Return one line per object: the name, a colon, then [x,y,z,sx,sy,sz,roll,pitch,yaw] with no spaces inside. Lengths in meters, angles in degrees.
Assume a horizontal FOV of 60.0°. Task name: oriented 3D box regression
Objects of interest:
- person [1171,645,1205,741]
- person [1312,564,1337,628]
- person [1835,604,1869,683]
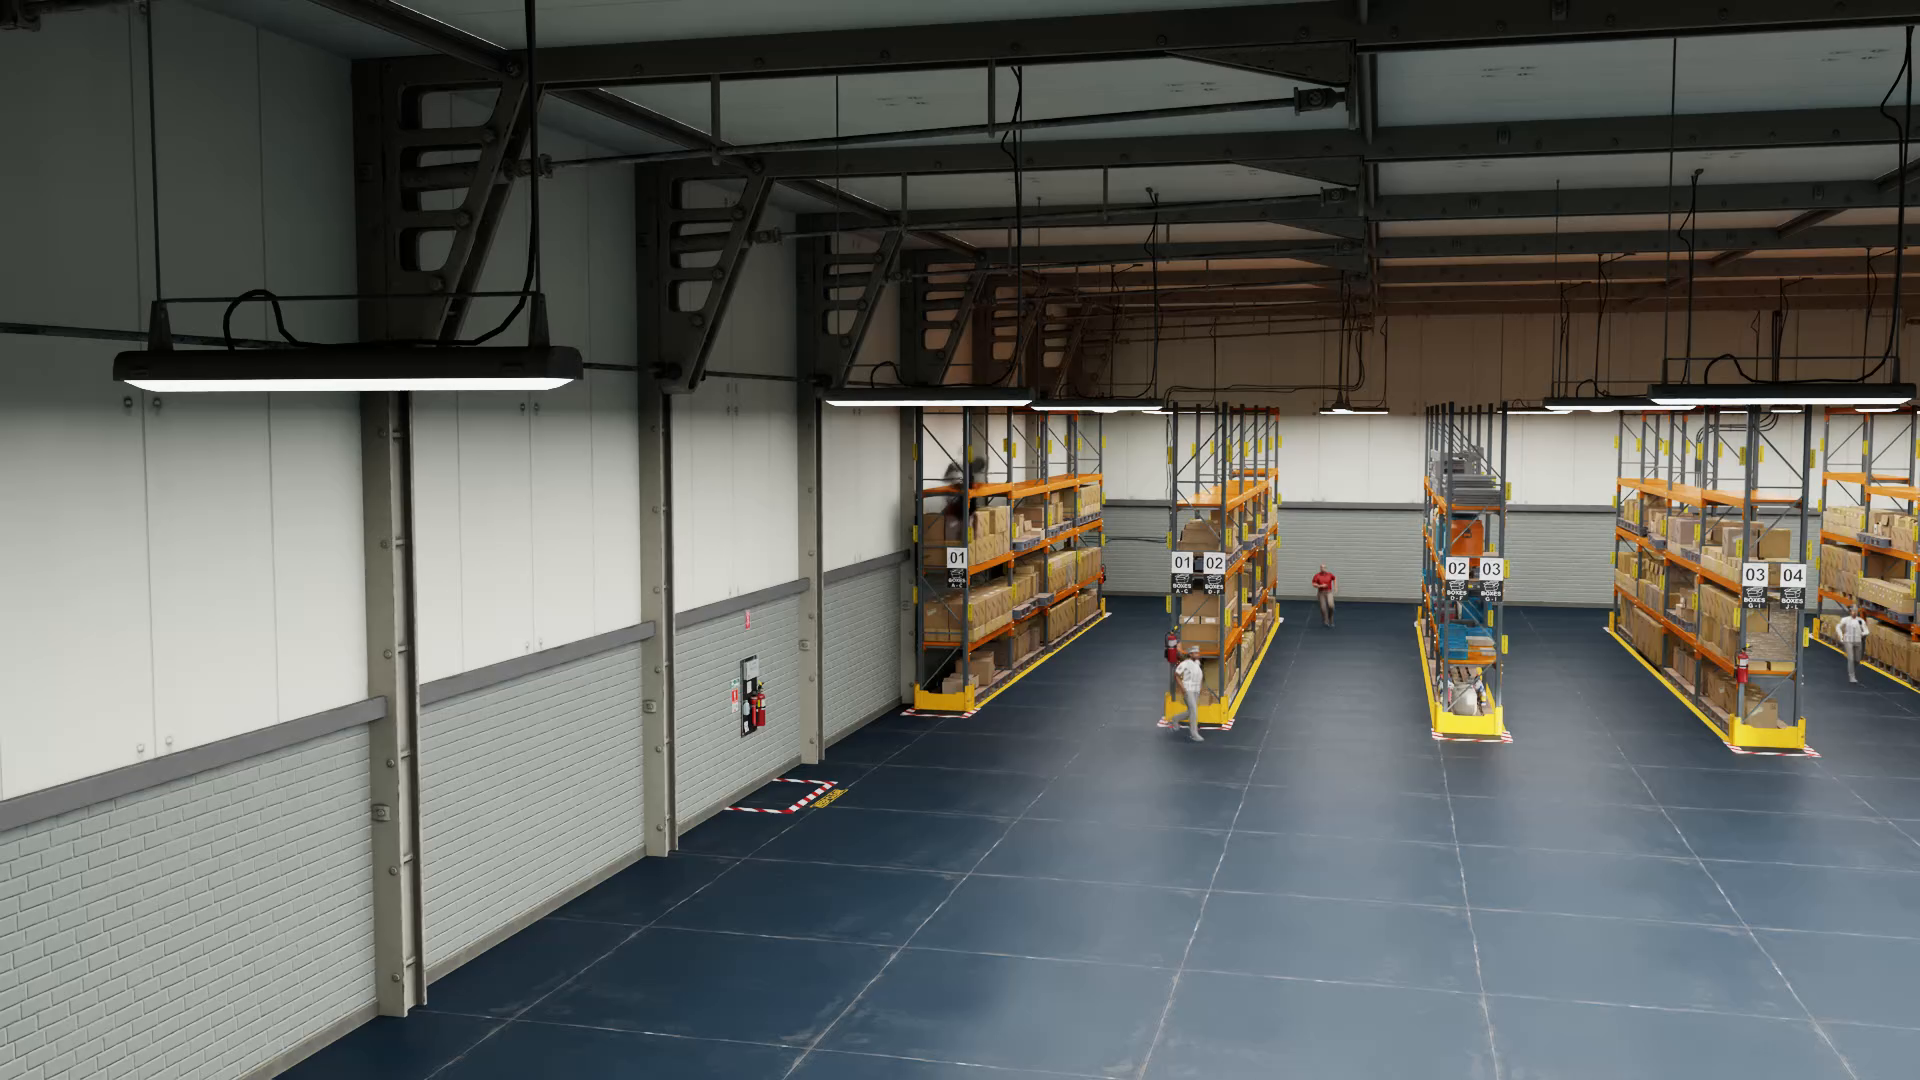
person: [4.113,2.713,29.766,0.609,1.680,0.852,-3,5,-38]
person: [9.959,1.541,45.430,0.685,1.772,0.647,1,4,10]
person: [19.338,2.220,36.021,0.624,1.663,0.836,1,4,15]
